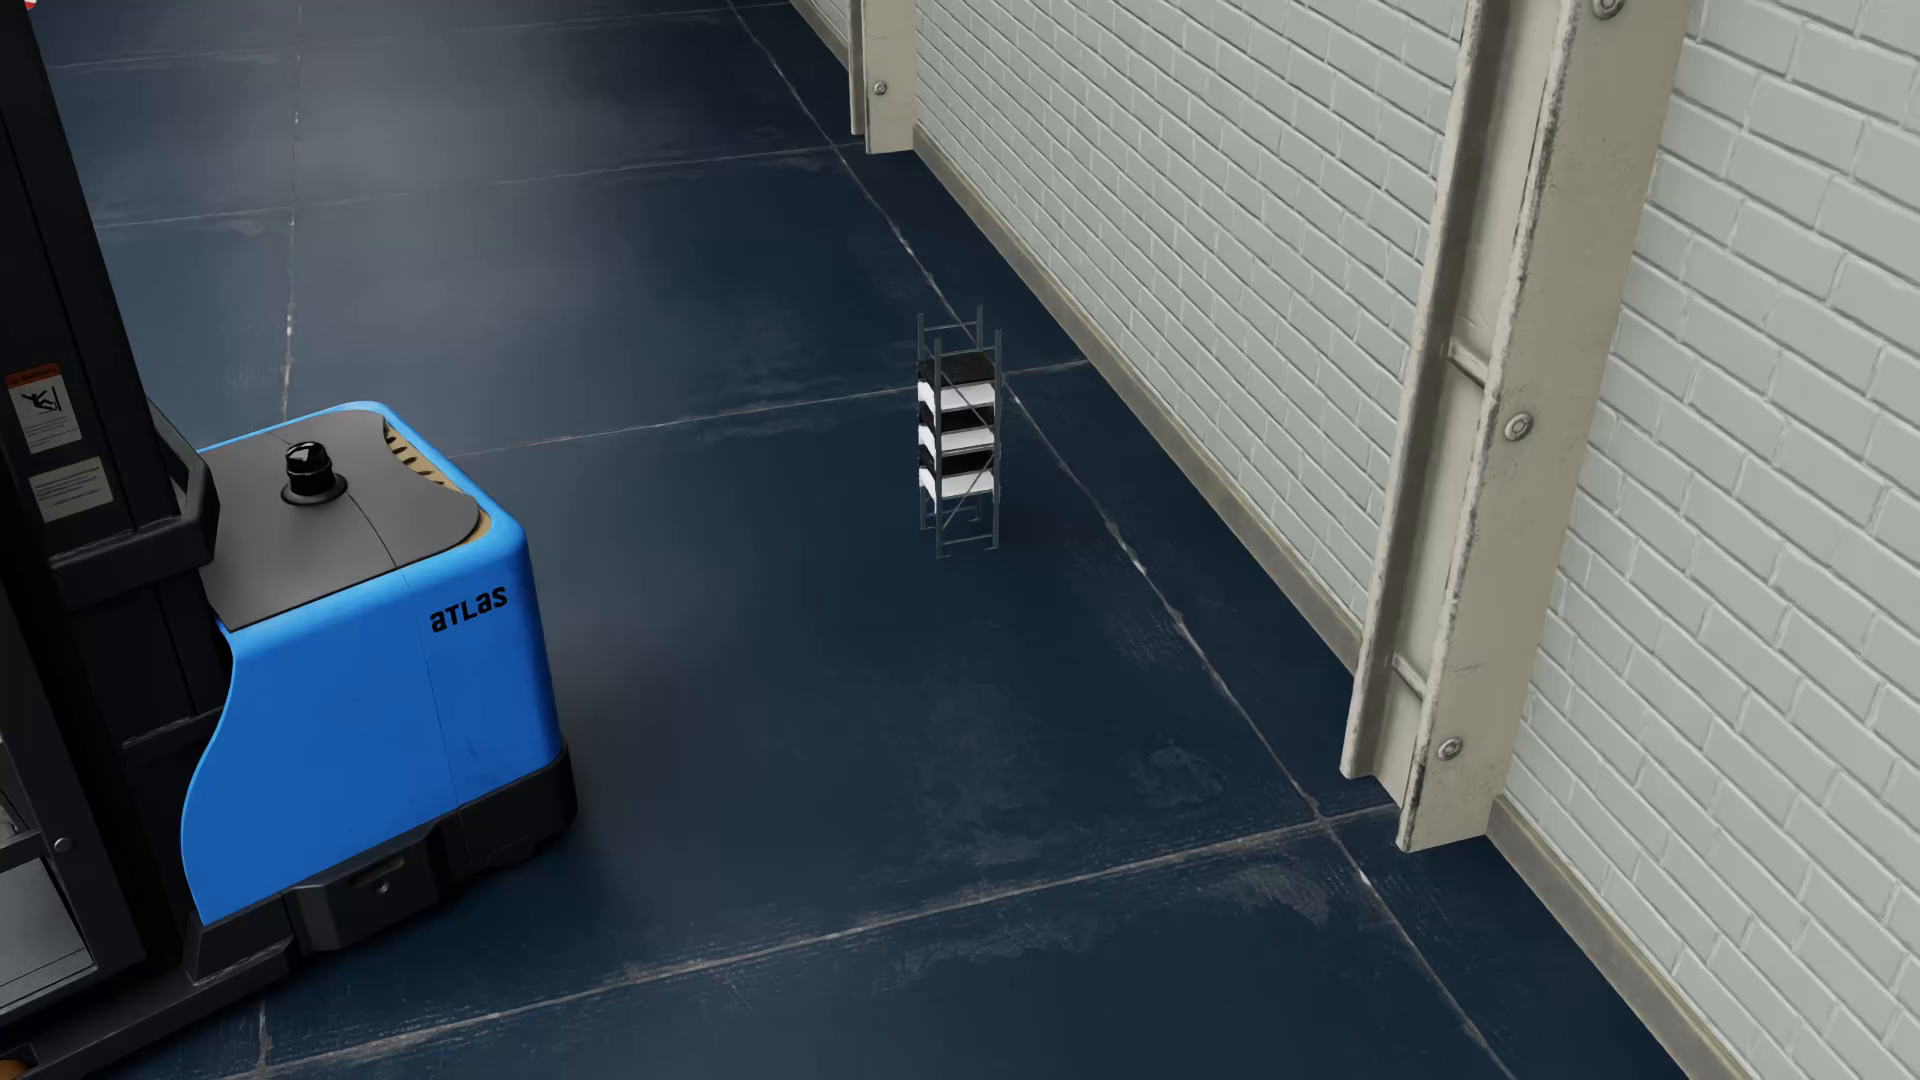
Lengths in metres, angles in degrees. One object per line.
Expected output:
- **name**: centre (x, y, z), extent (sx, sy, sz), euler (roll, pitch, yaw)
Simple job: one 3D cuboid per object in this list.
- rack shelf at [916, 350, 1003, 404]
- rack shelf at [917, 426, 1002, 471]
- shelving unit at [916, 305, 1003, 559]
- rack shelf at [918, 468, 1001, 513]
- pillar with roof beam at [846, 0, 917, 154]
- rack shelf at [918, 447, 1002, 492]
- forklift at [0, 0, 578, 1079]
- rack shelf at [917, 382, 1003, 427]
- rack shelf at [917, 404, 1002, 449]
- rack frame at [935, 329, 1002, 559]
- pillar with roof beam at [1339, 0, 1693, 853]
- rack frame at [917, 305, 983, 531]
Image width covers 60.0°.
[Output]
- **rack shelf**: centre (-0.002, -0.577, 5.878), extent (0.258, 0.077, 0.200), euler (-10, 35, -15)
- **rack shelf**: centre (-0.002, -0.352, 6.027), extent (0.258, 0.077, 0.200), euler (-10, 35, -15)
- **shelving unit**: centre (-0.002, -0.380, 6.008), extent (0.258, 0.900, 0.210), euler (-10, 35, -15)
- **rack shelf**: centre (-0.002, -0.202, 6.126), extent (0.258, 0.077, 0.200), euler (-10, 35, -15)
- **pillar with roof beam**: centre (-4.545, -5.394, 6.250), extent (9.100, 9.000, 0.400), euler (-10, 35, -15)
- **rack shelf**: centre (-0.002, -0.277, 6.076), extent (0.258, 0.077, 0.200), euler (-10, 35, -15)
- **forklift**: centre (-2.587, -0.043, 3.657), extent (3.031, 2.935, 1.130), euler (-25, 41, -32)
- **rack shelf**: centre (-0.002, -0.502, 5.928), extent (0.258, 0.077, 0.200), euler (-10, 35, -15)
- **rack shelf**: centre (-0.002, -0.427, 5.977), extent (0.258, 0.077, 0.200), euler (-10, 35, -15)
- **rack frame**: centre (0.029, -0.326, 5.928), extent (0.240, 0.900, 0.006), euler (-10, 35, -15)
- **pillar with roof beam**: centre (-2.715, -2.243, 1.482), extent (9.100, 9.000, 0.400), euler (-10, 35, -15)
- **rack frame**: centre (-0.033, -0.433, 6.089), extent (0.240, 0.900, 0.006), euler (-10, 35, -15)
